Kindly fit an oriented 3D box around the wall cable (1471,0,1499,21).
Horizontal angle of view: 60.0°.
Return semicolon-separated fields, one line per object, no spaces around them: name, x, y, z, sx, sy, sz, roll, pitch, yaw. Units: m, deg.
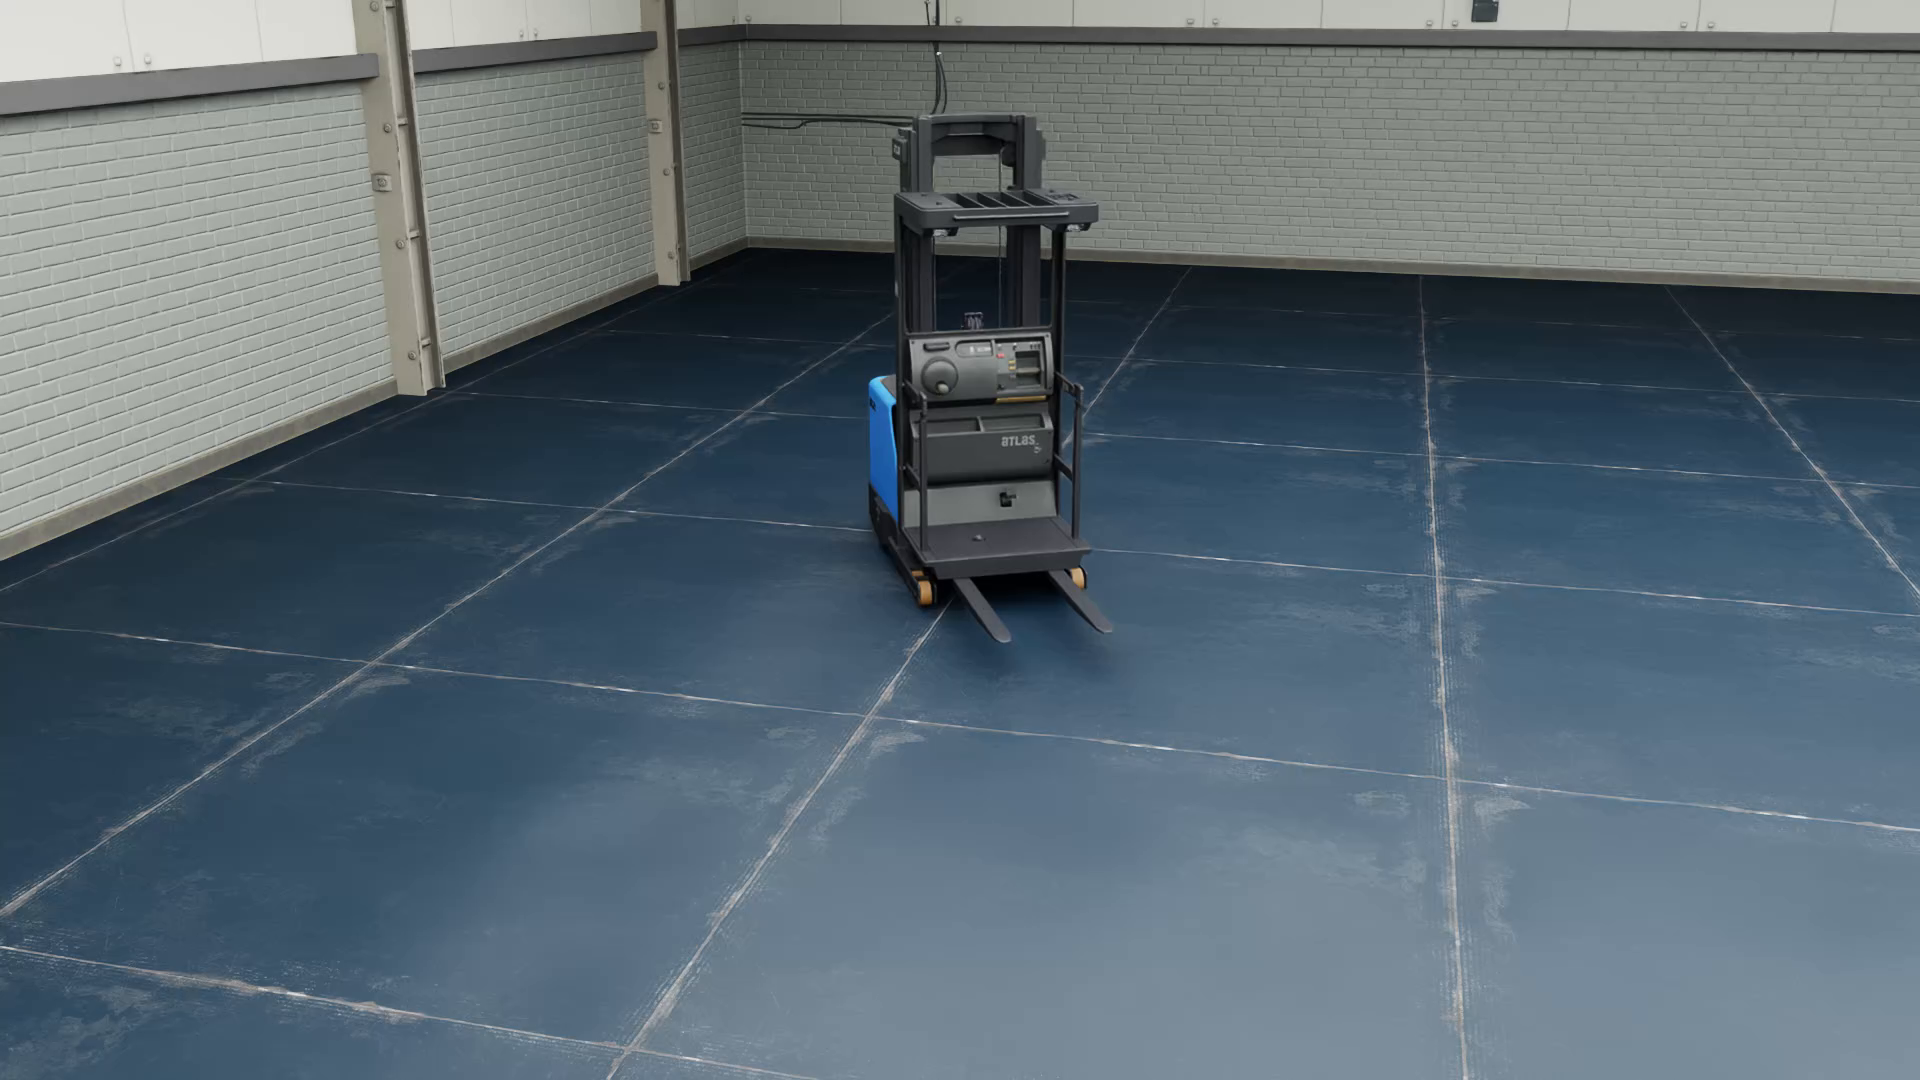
wall cable;7.519;-9.245;19.572;2.305;6.003;0.169;5;19;13

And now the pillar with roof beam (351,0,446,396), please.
pillar with roof beam;-0.977;-5.351;13.433;9.100;9.000;0.400;5;19;13

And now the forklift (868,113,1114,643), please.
forklift;0.190;-1.104;10.384;1.130;2.935;3.031;-5;19;-13

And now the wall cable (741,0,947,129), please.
wall cable;-1.683;-6.921;22.833;3.097;2.526;0.112;5;19;13

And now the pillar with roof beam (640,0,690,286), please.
pillar with roof beam;0.489;-7.232;18.938;9.100;9.000;0.400;5;19;13
